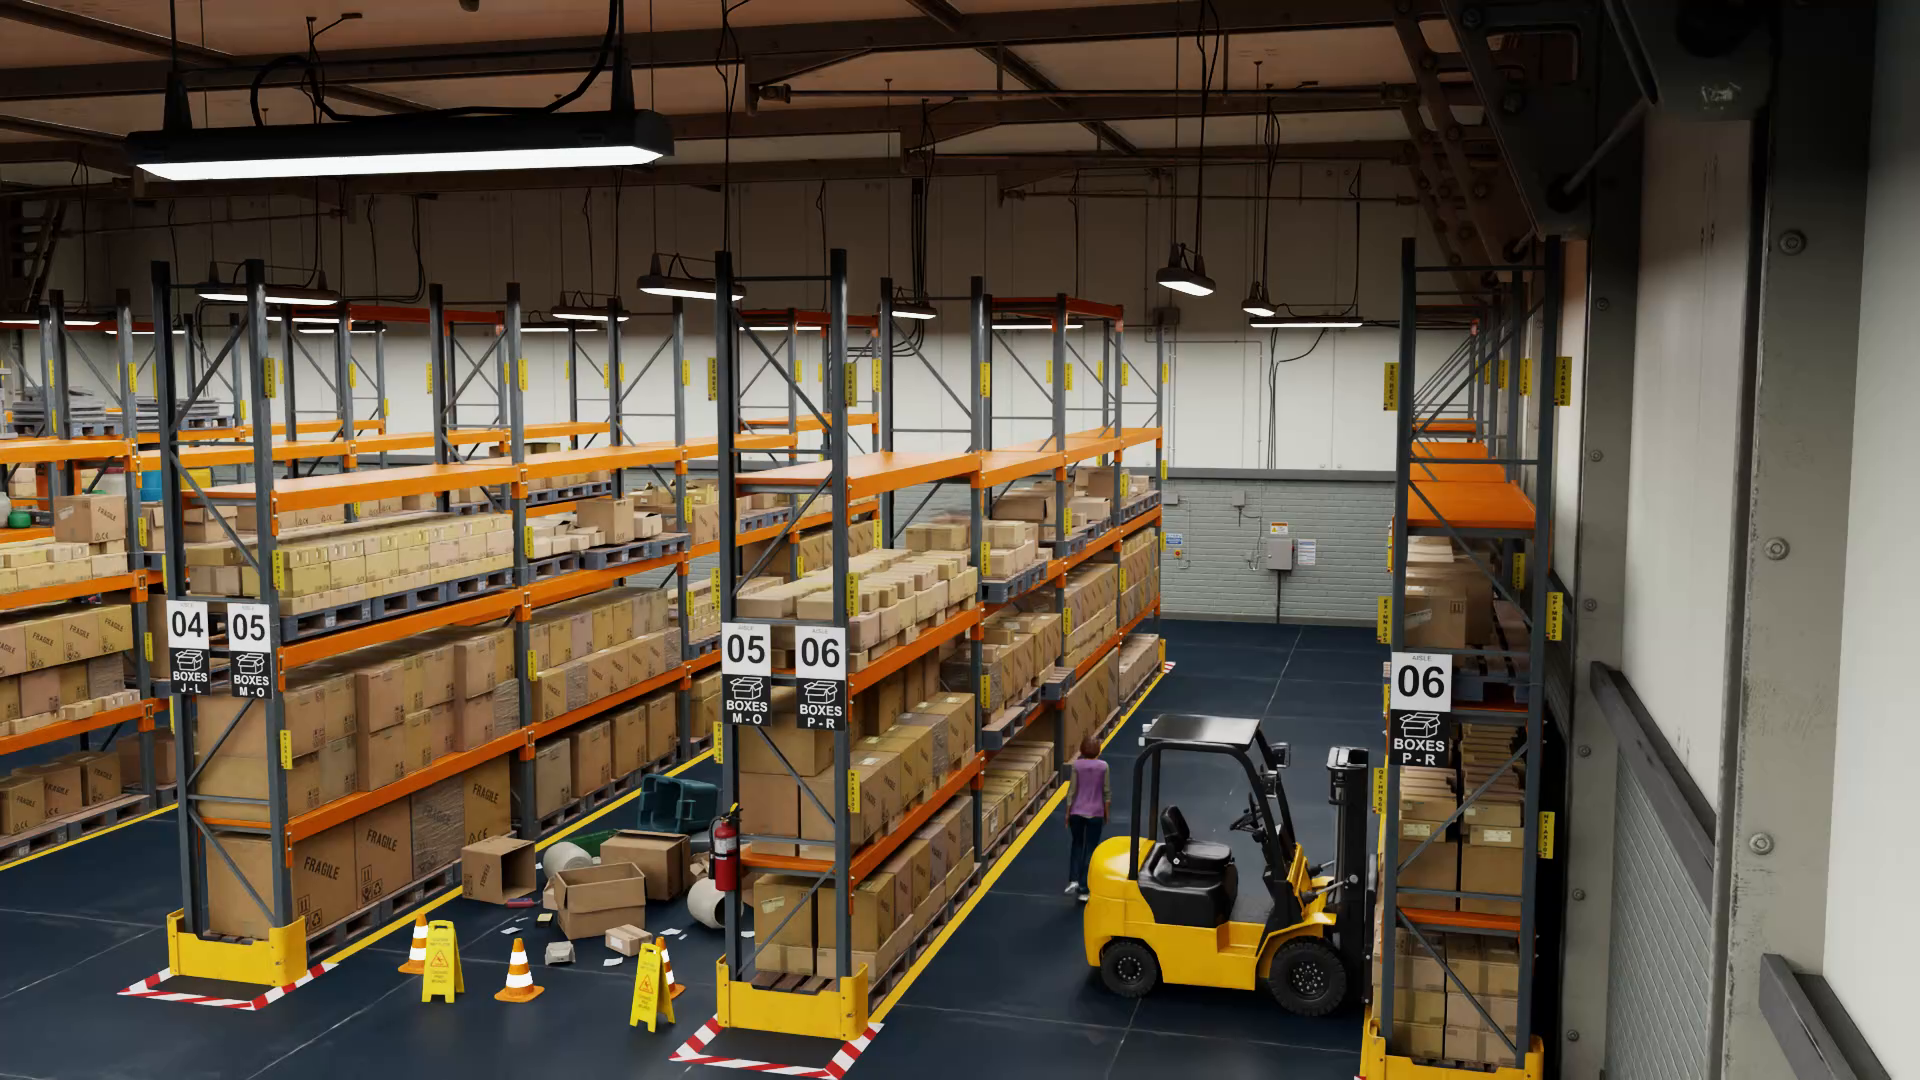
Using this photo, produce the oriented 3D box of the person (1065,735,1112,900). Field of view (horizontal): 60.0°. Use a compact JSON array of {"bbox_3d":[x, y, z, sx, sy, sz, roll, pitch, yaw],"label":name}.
[{"bbox_3d":[1.212,2.695,16.052,0.467,1.598,0.469,2,6,19],"label":"person"}]
